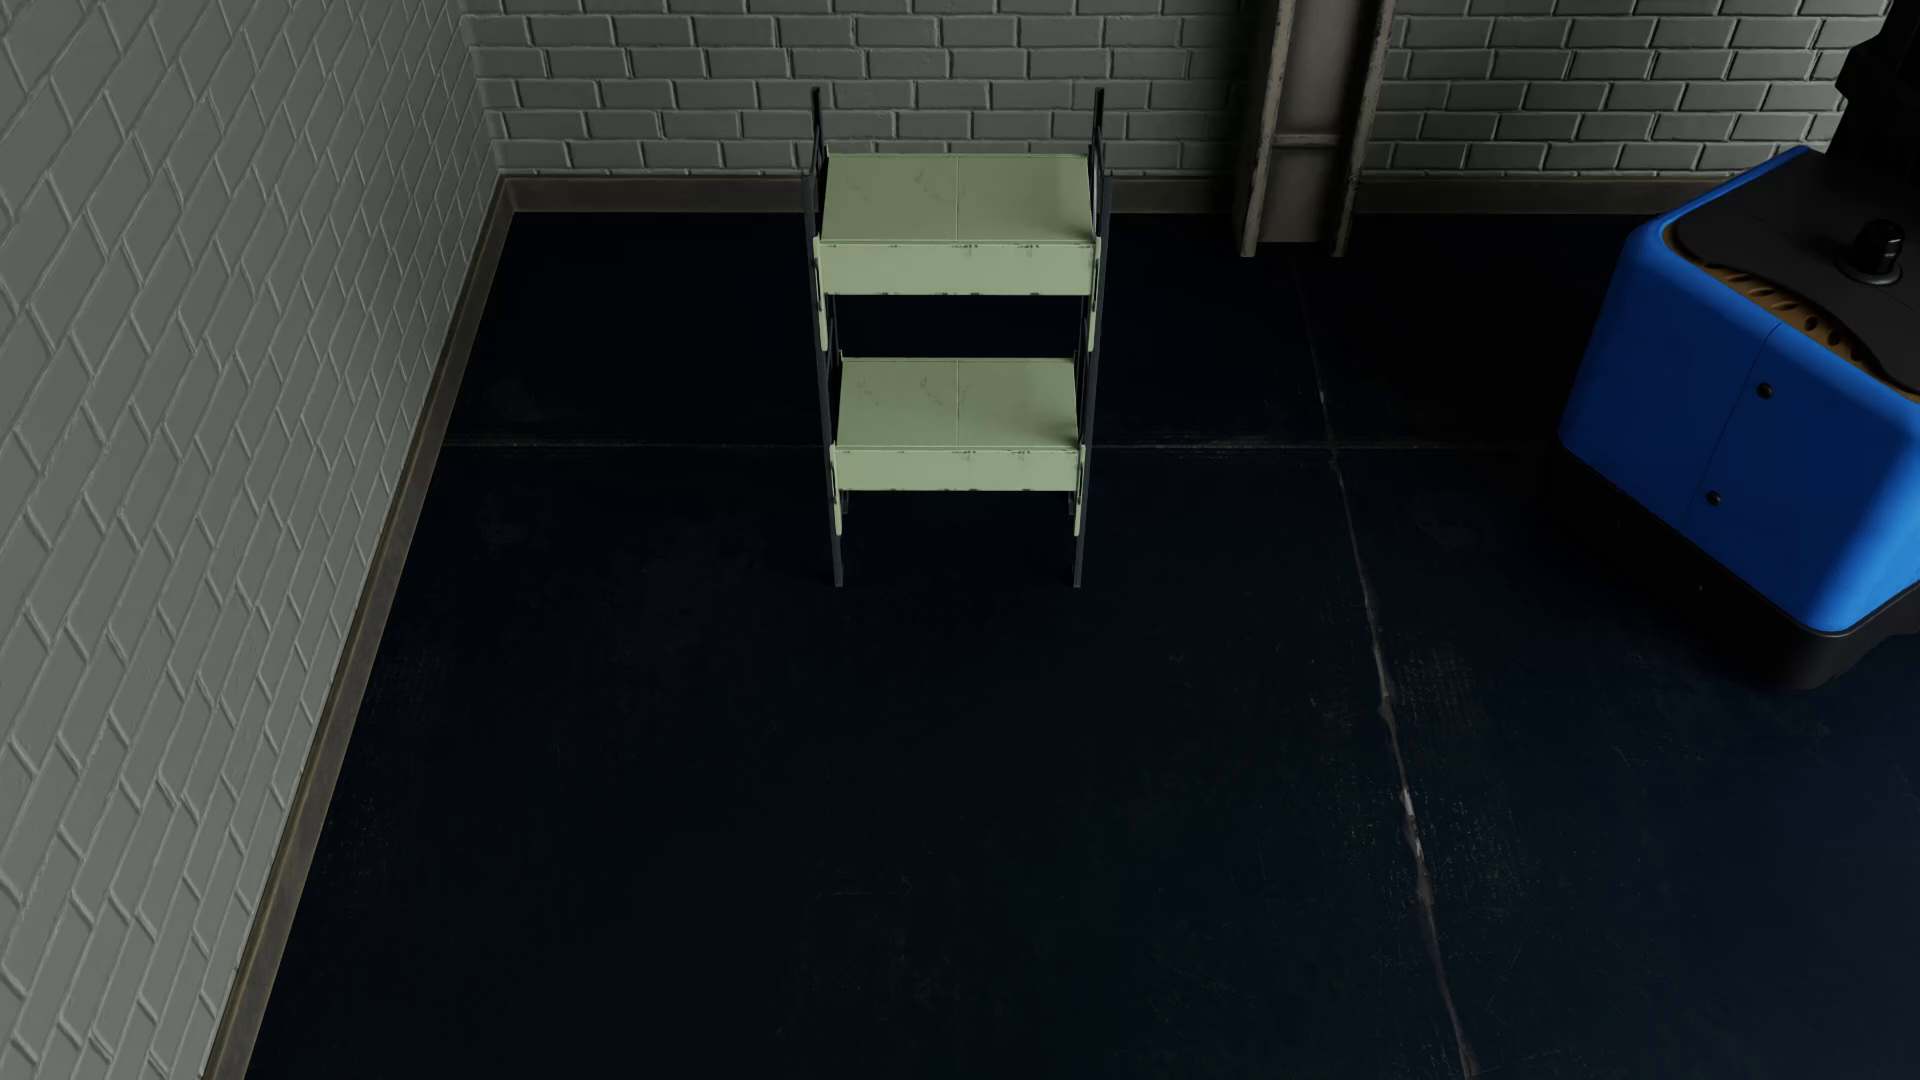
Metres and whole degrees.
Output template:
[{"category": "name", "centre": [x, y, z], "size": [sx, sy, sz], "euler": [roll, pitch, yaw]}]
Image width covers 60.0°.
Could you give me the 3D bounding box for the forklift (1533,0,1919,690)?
[{"category": "forklift", "centre": [3.330, -1.432, 4.581], "size": [3.031, 2.935, 1.130], "euler": [-27, 52, -23]}]

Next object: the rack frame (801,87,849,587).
[{"category": "rack frame", "centre": [-0.373, -0.512, 4.702], "size": [0.023, 1.500, 0.400], "euler": [0, 47, 0]}]

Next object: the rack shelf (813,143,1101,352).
[{"category": "rack shelf", "centre": [-0.007, -0.777, 4.415], "size": [0.720, 0.370, 0.431], "euler": [0, 47, 0]}]

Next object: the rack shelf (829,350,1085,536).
[{"category": "rack shelf", "centre": [-0.007, -0.289, 4.940], "size": [0.720, 0.370, 0.431], "euler": [0, 47, 0]}]

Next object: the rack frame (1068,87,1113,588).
[{"category": "rack frame", "centre": [0.359, -0.510, 4.700], "size": [0.023, 1.500, 0.400], "euler": [0, 47, 0]}]

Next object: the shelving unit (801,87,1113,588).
[{"category": "shelving unit", "centre": [-0.007, -0.511, 4.701], "size": [0.755, 1.500, 0.431], "euler": [0, 47, 0]}]

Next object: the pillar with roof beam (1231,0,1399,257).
[{"category": "pillar with roof beam", "centre": [1.231, -1.091, 0.117], "size": [0.400, 9.000, 9.100], "euler": [0, 47, 0]}]
